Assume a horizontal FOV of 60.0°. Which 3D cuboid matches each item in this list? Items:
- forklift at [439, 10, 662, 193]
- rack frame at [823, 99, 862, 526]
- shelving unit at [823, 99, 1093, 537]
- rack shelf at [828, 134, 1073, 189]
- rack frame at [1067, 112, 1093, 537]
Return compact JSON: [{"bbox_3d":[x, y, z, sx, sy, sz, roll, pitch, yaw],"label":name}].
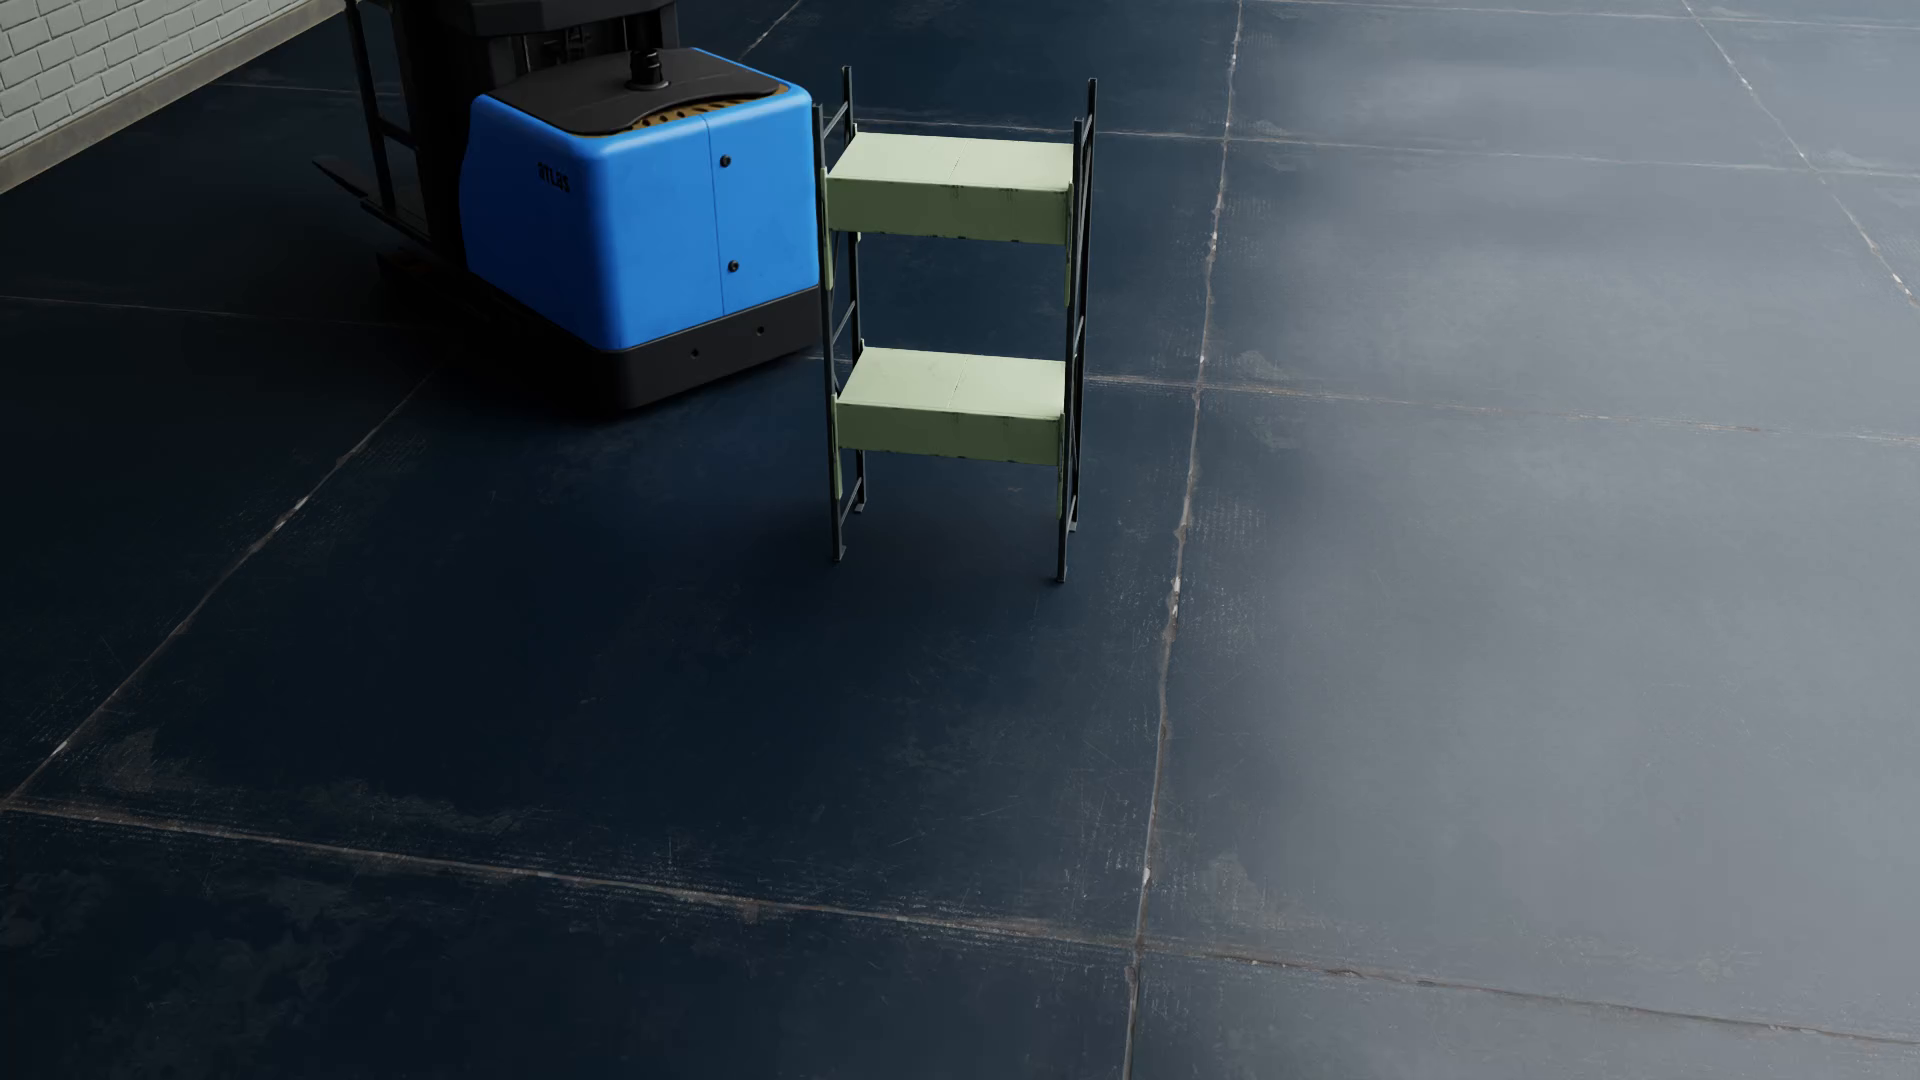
[{"bbox_3d":[-1.880,-2.424,6.629,1.109,2.935,3.031,-25,40,-34],"label":"forklift"},{"bbox_3d":[-0.368,-0.668,5.173,0.010,1.308,0.380,5,32,8],"label":"rack frame"},{"bbox_3d":[-0.007,-0.636,5.121,0.742,1.308,0.380,5,32,8],"label":"shelving unit"},{"bbox_3d":[-0.007,-1.080,4.844,0.686,0.052,0.368,5,32,8],"label":"rack shelf"},{"bbox_3d":[0.354,-0.603,5.069,0.010,1.308,0.380,5,32,8],"label":"rack frame"}]
